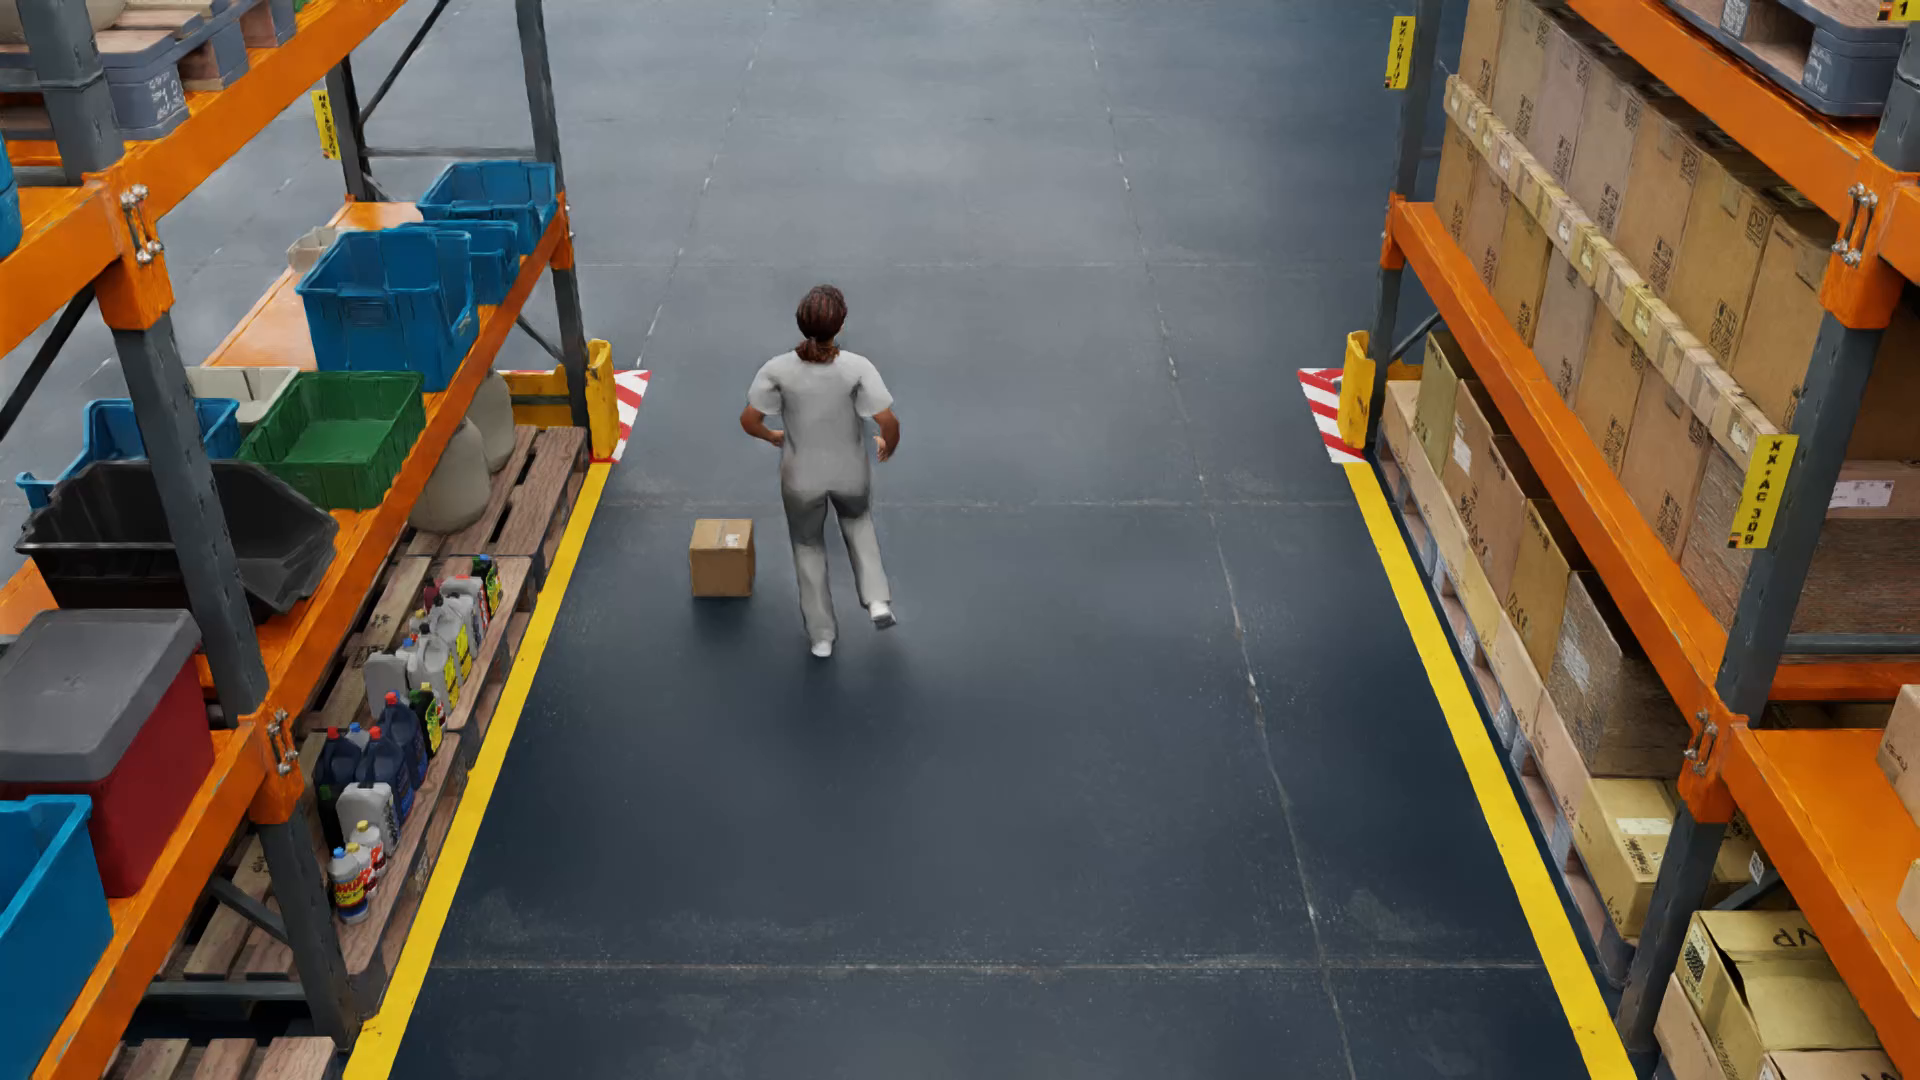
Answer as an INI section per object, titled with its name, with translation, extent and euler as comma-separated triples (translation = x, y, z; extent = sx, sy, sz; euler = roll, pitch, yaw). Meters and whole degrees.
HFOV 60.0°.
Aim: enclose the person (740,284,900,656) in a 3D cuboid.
[person]
translation = -0.557, -0.281, 6.632
extent = 0.607, 1.635, 0.463
euler = -6, 32, -9
